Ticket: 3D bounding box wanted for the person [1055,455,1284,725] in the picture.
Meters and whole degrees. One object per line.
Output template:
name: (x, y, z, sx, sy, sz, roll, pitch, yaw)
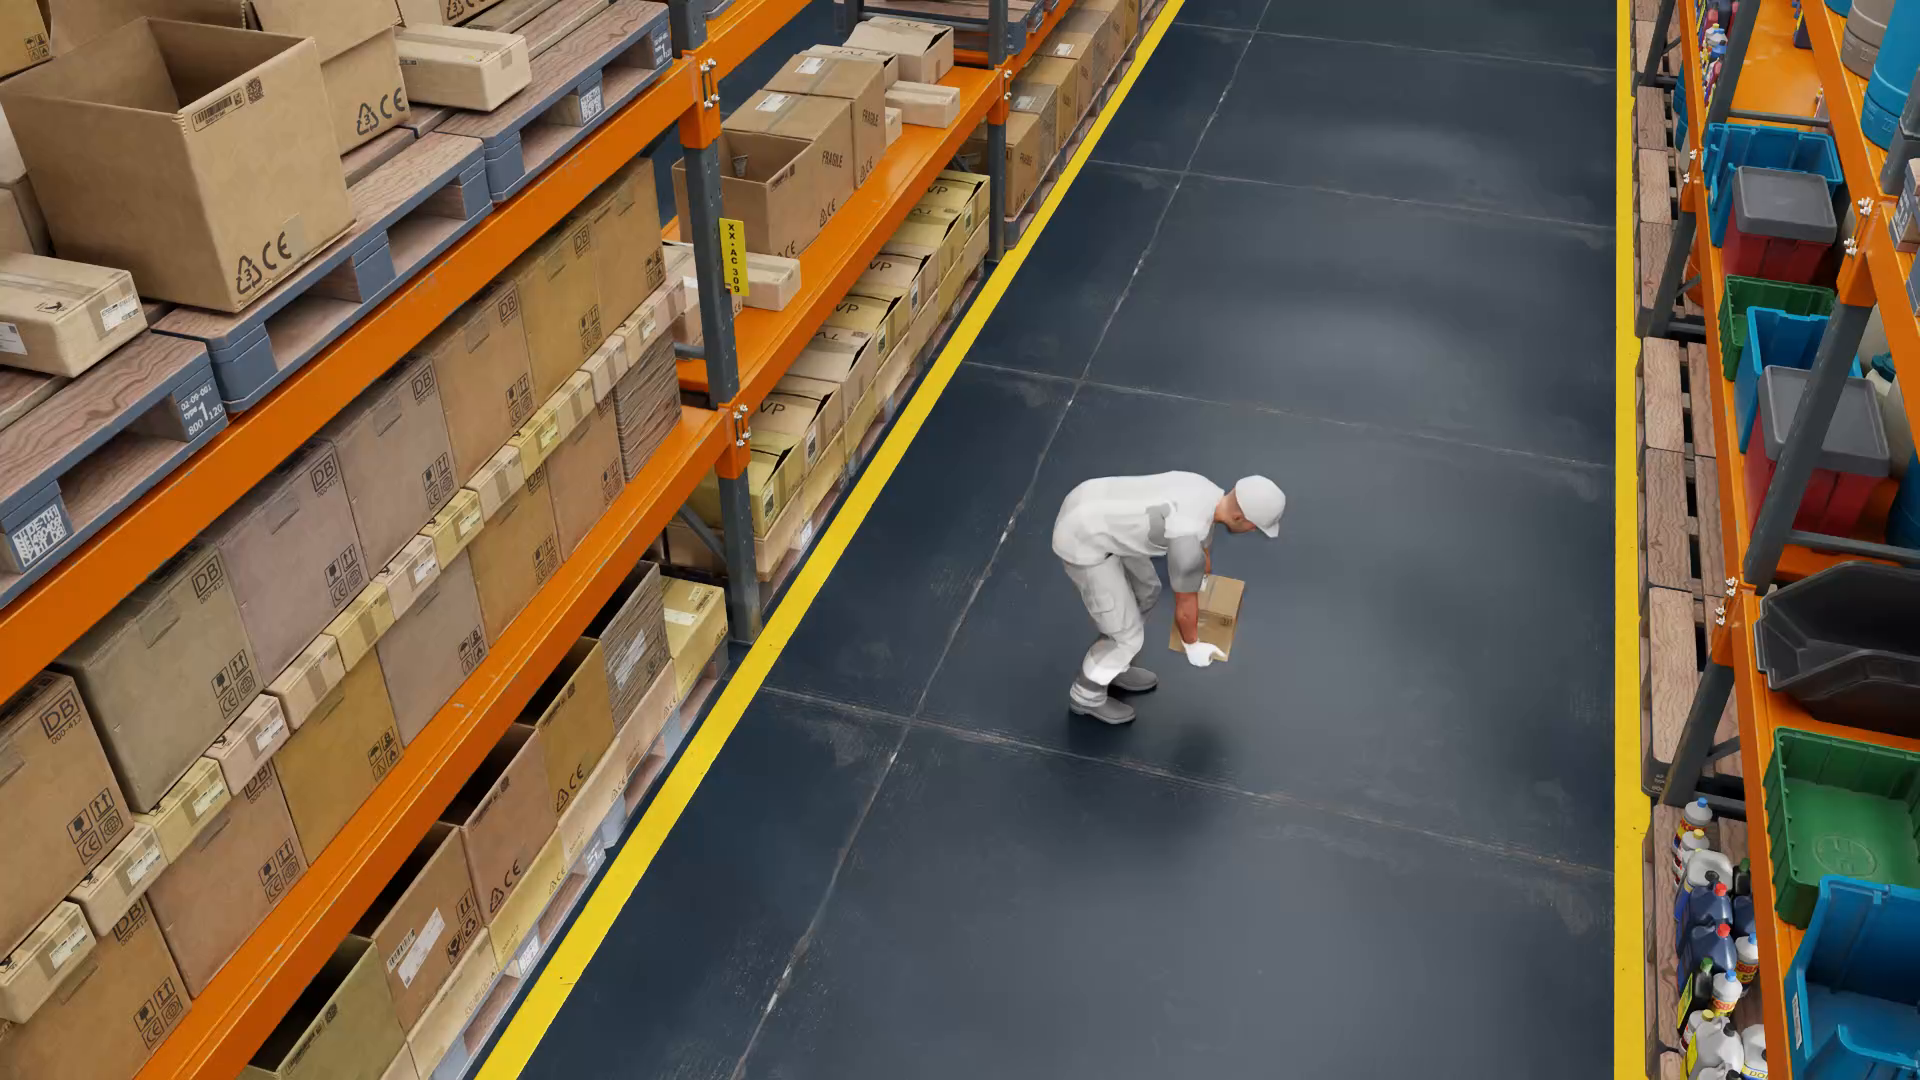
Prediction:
person: (0.843, 0.177, 6.995, 0.899, 1.355, 0.496, 9, 38, 12)
